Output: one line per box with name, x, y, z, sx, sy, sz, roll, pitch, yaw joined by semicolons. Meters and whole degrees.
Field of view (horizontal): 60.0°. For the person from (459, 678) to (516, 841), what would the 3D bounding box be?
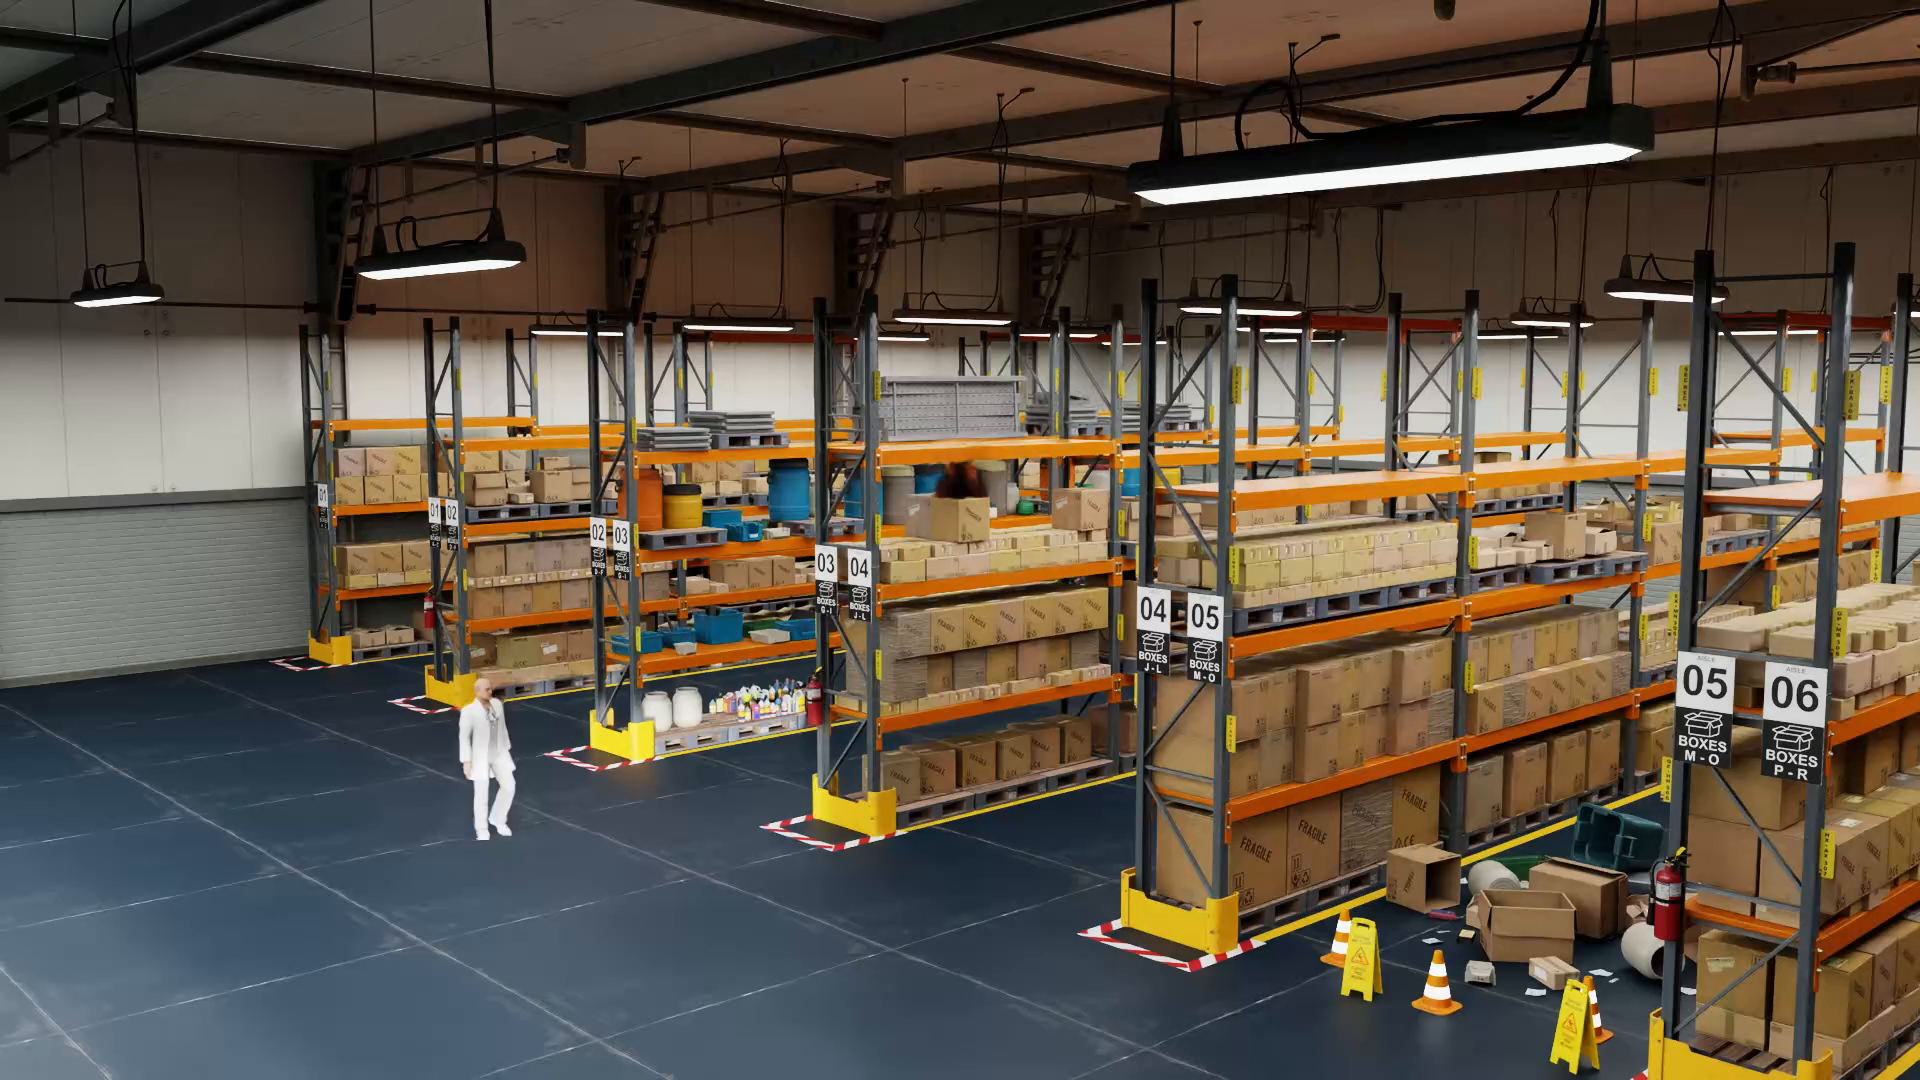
person;-5.258;2.433;18.481;0.679;1.804;0.422;-5;7;-38
